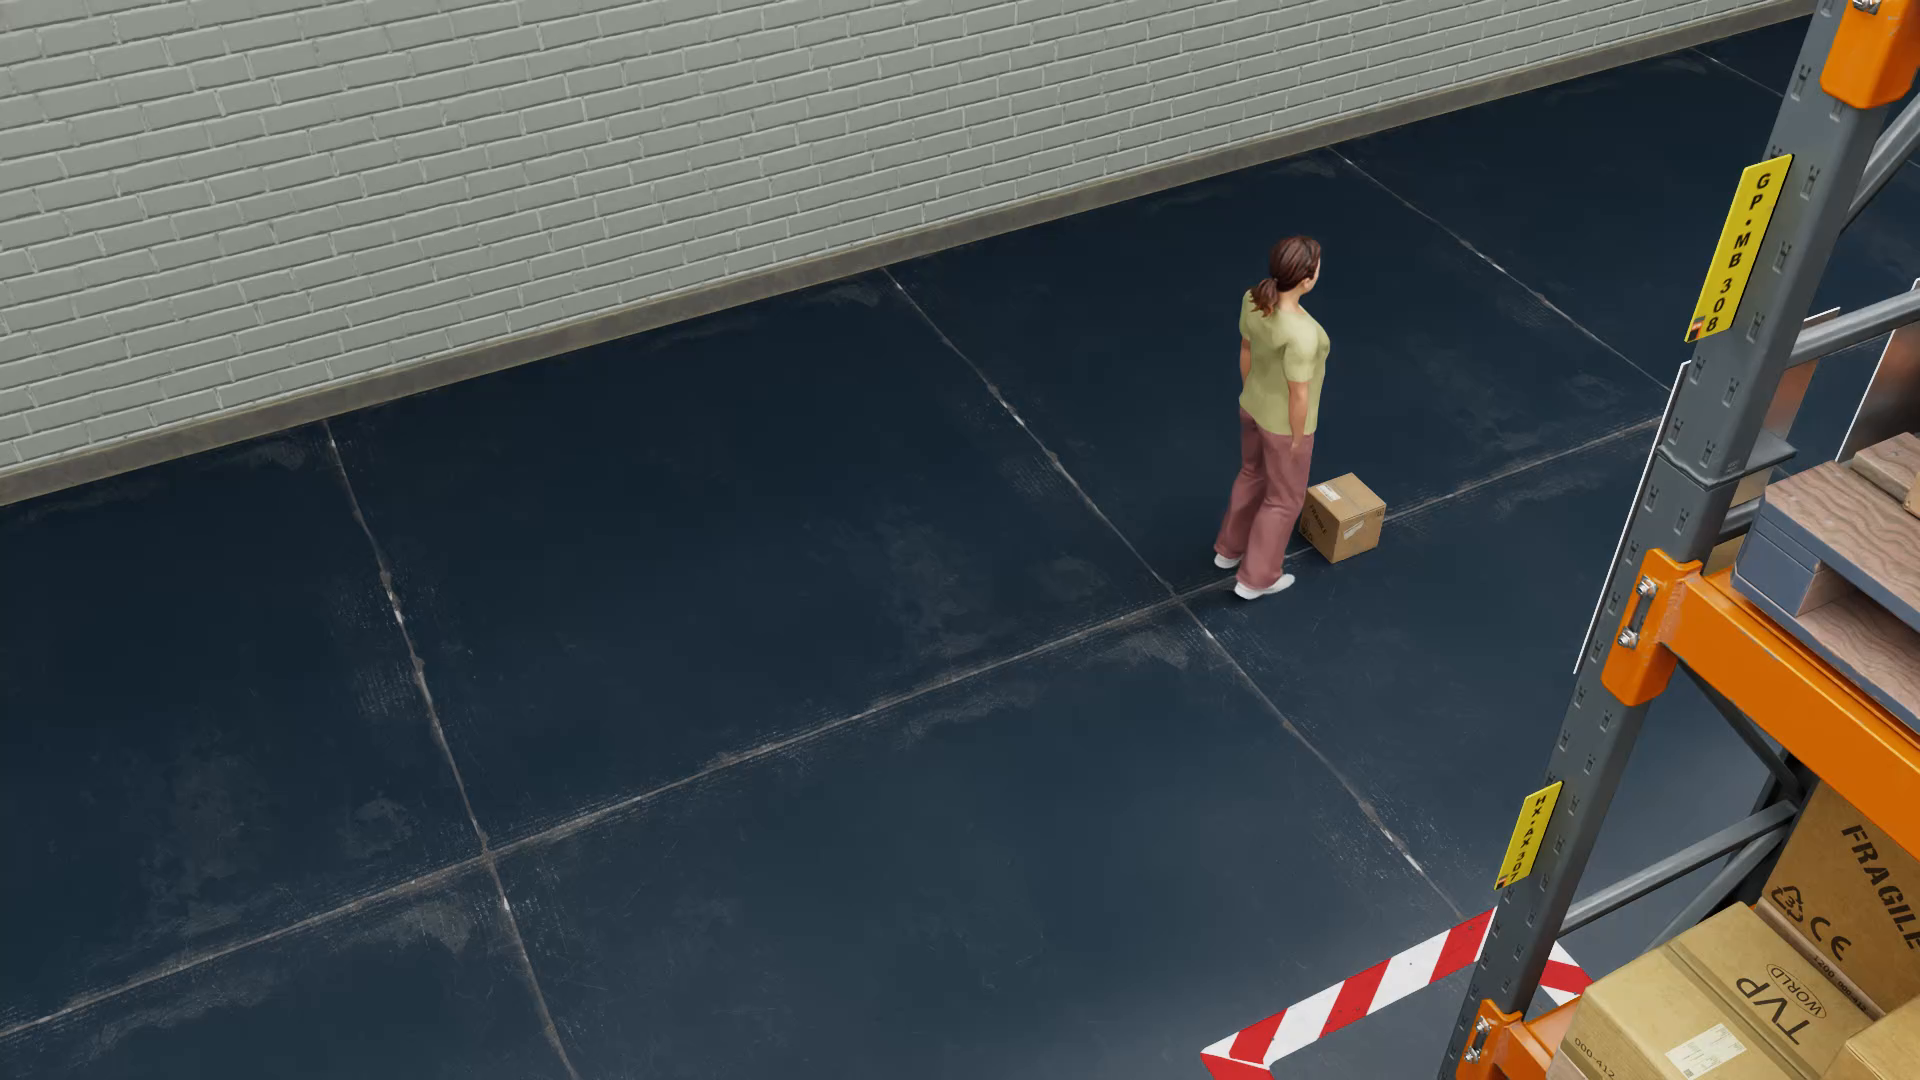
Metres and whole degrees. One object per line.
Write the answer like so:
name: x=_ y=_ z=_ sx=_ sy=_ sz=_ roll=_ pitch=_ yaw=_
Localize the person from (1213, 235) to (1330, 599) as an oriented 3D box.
person: x=1.265 y=-0.486 z=6.739 sx=0.370 sy=1.696 sz=0.441 roll=-18 pitch=44 yaw=-19
